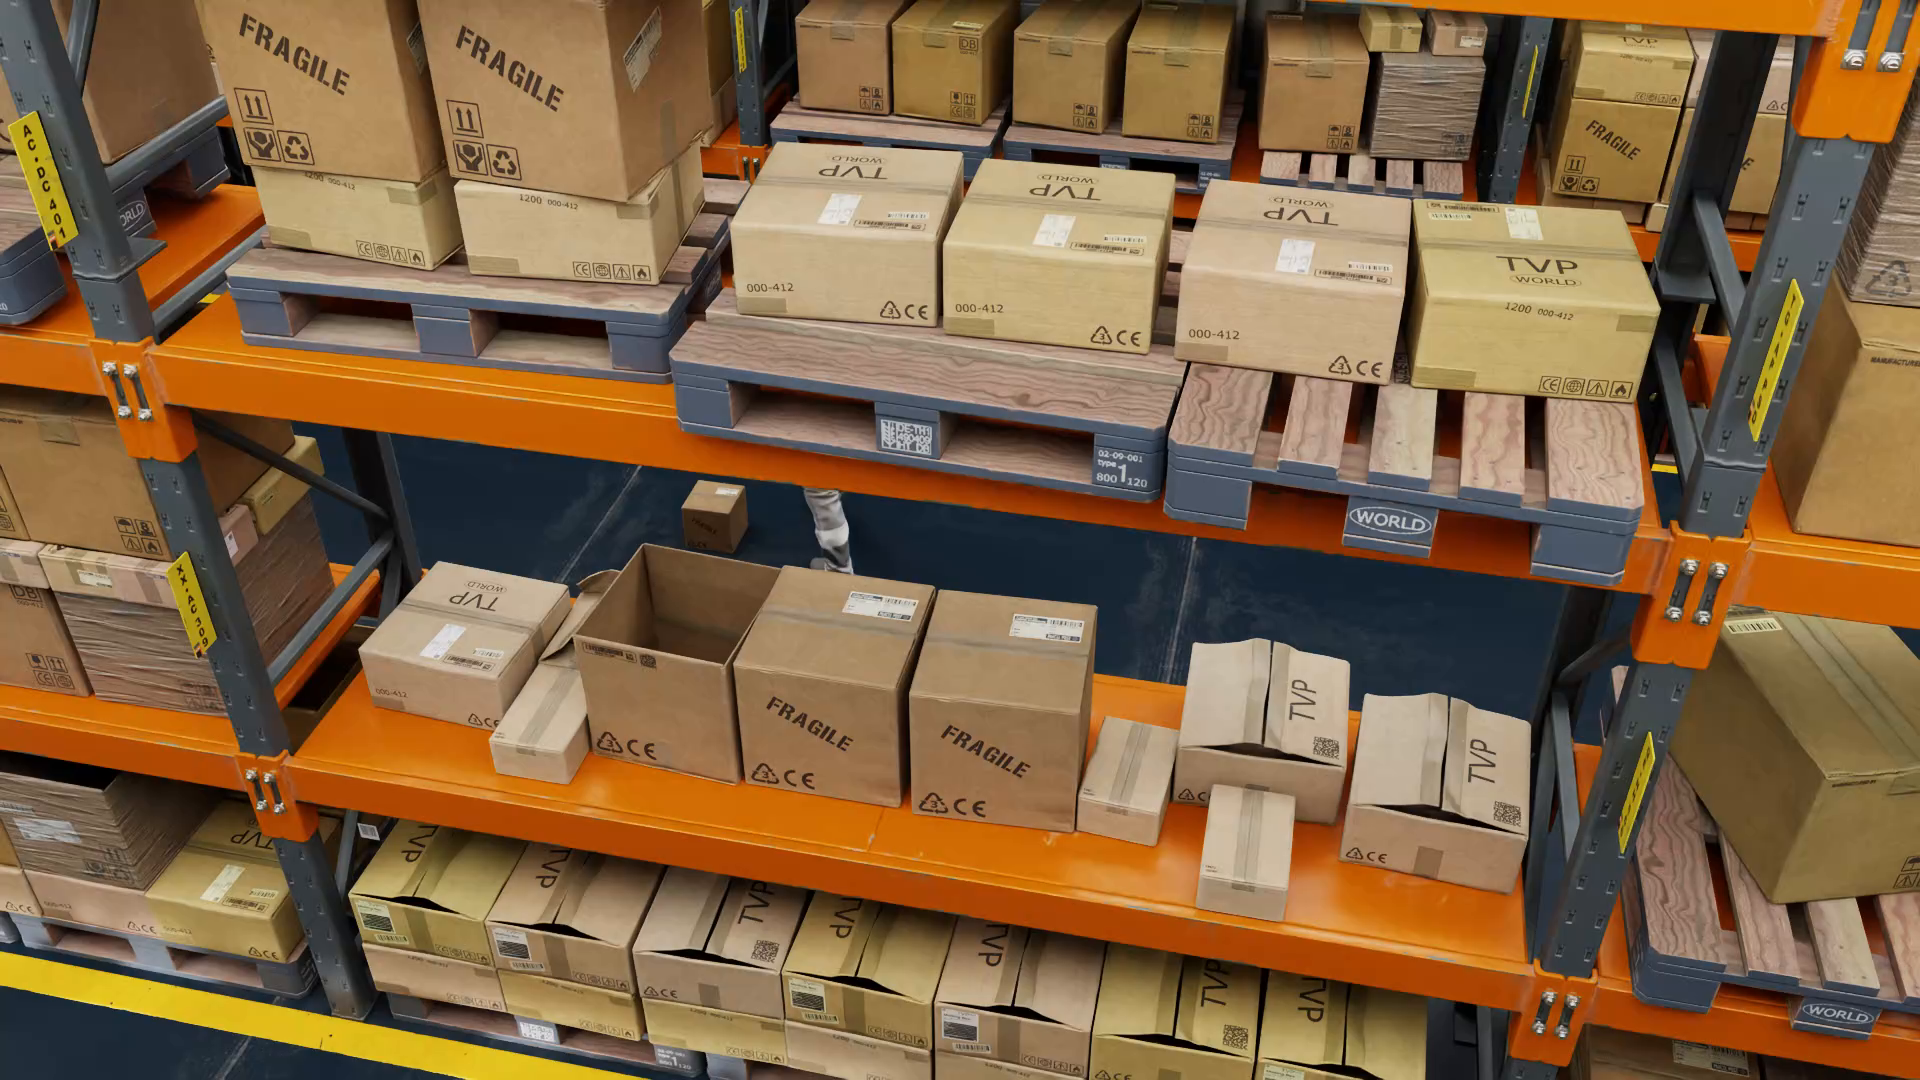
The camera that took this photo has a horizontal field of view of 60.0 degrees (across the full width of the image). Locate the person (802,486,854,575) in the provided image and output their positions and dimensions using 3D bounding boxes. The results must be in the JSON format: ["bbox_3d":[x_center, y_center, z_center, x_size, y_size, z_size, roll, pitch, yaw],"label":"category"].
[{"bbox_3d":[-0.691,-0.685,7.862,0.719,1.767,0.740,21,41,26],"label":"person"}]
